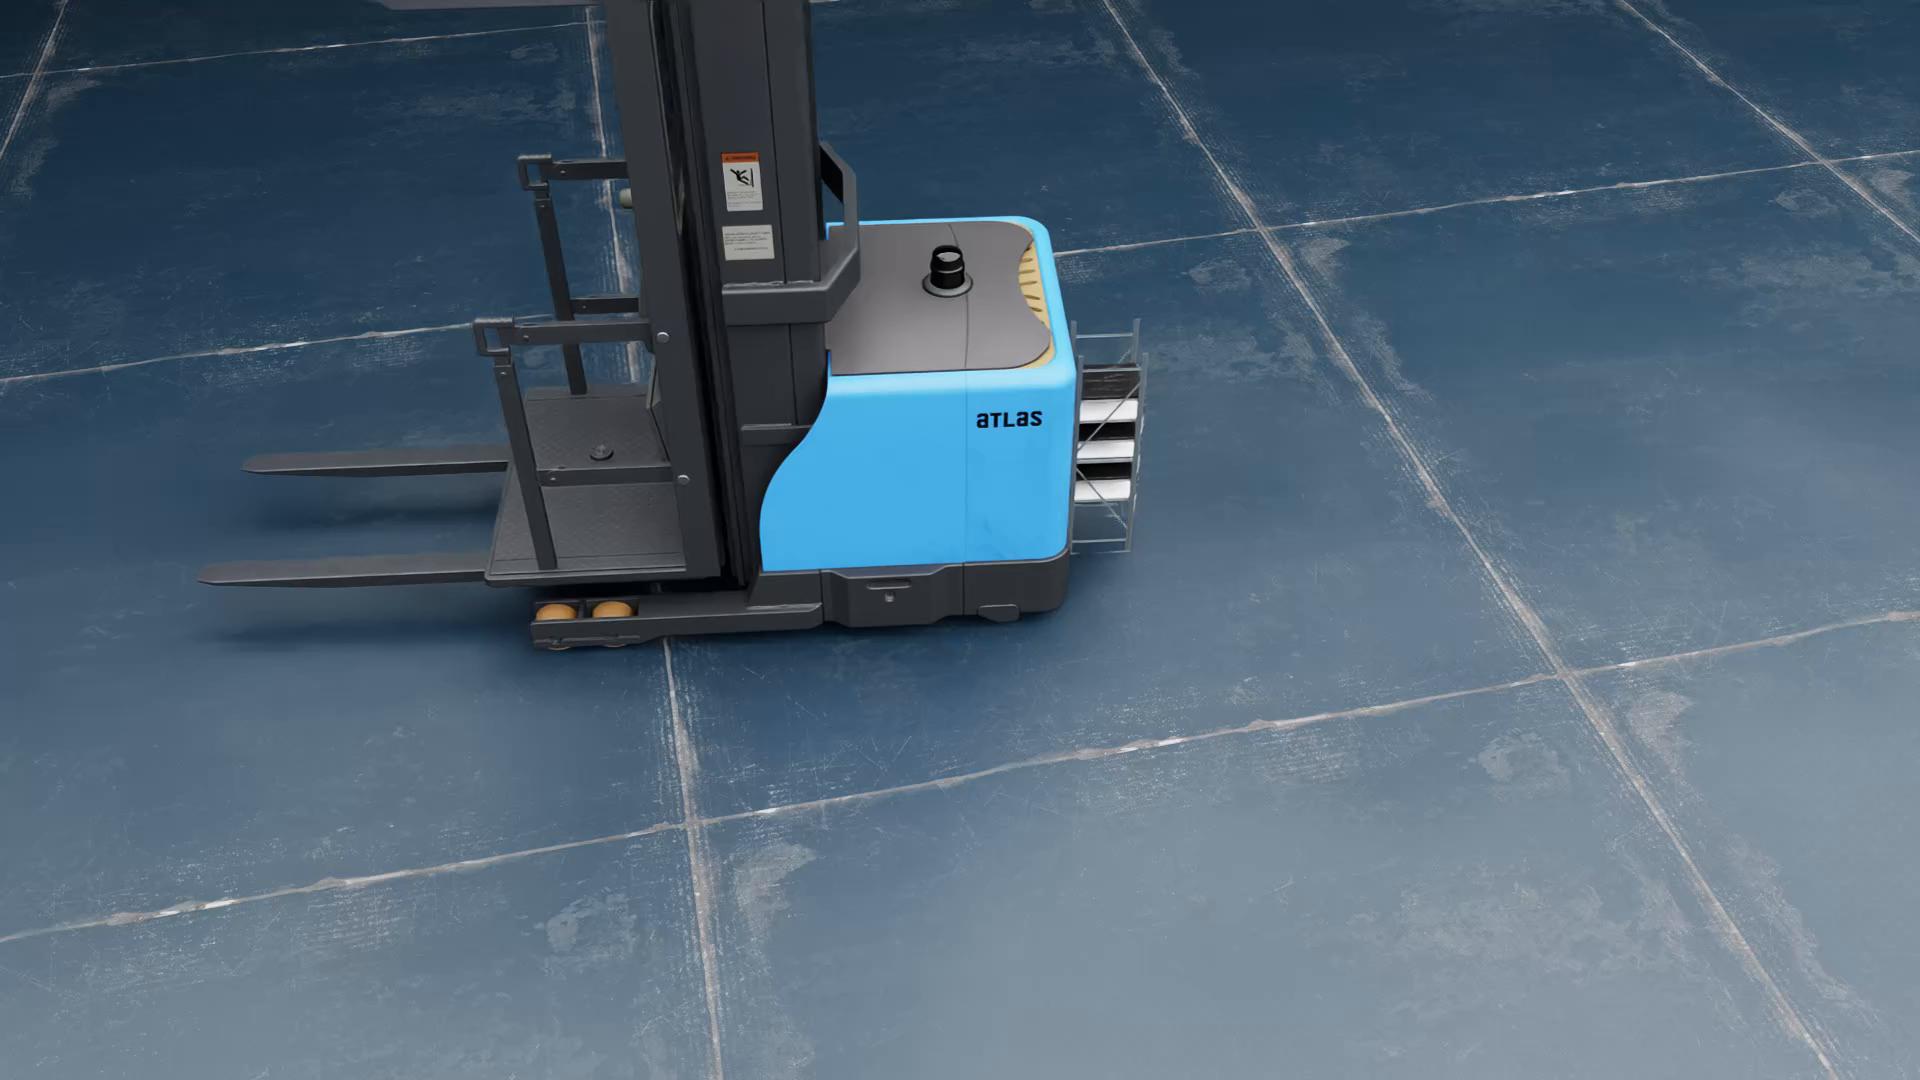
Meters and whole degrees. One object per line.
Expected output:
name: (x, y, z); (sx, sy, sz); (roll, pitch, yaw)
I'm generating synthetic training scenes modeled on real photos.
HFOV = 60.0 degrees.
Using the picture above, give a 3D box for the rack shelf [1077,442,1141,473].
rack shelf: (0.507, -0.330, 5.993); (0.258, 0.077, 0.200); (-2, 42, -3)

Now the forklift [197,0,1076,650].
forklift: (-1.156, -1.076, 5.254); (3.031, 2.935, 1.130); (-3, 42, -3)

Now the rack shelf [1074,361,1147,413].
rack shelf: (0.508, -0.532, 5.814); (0.258, 0.077, 0.200); (-2, 42, -3)

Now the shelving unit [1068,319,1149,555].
shelving unit: (0.508, -0.355, 5.971); (0.258, 0.900, 0.210); (-2, 42, -3)

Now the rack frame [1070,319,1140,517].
rack frame: (0.501, -0.422, 6.047); (0.240, 0.900, 0.006); (-2, 42, -3)

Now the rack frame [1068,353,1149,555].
rack frame: (0.514, -0.288, 5.895); (0.240, 0.900, 0.006); (-2, 42, -3)

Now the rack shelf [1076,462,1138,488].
rack shelf: (0.507, -0.263, 6.053); (0.258, 0.077, 0.200); (-2, 42, -3)

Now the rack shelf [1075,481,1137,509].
rack shelf: (0.507, -0.195, 6.113); (0.258, 0.077, 0.200); (-2, 42, -3)

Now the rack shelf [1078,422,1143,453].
rack shelf: (0.508, -0.397, 5.934); (0.258, 0.077, 0.200); (-2, 42, -3)

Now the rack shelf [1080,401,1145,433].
rack shelf: (0.508, -0.465, 5.874); (0.258, 0.077, 0.200); (-2, 42, -3)
